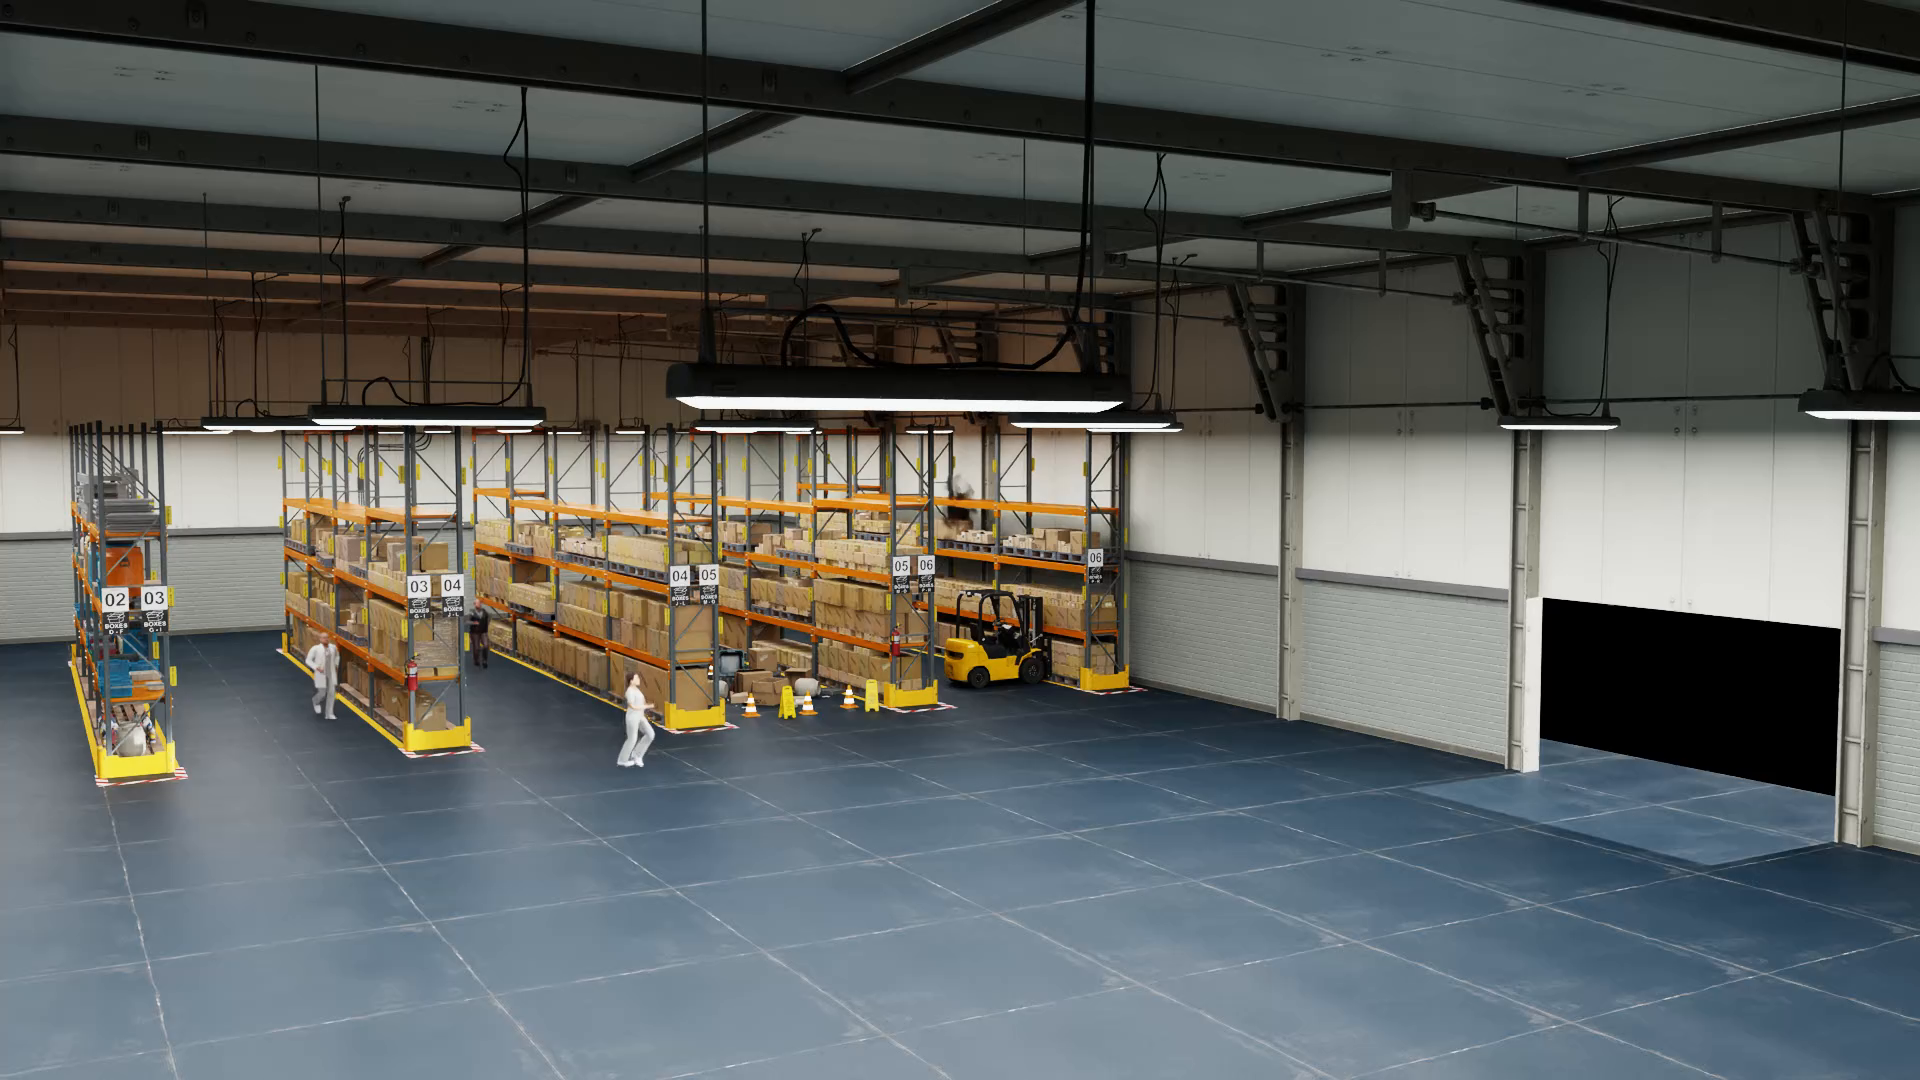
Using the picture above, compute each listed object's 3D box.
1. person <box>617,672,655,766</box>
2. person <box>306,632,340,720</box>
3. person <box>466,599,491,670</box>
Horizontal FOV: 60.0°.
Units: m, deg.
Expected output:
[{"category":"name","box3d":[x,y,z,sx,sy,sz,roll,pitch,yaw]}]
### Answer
[{"category":"person","box3d":[-5.605,3.108,28.767,0.674,1.660,0.536,1,4,12]},{"category":"person","box3d":[-12.891,2.746,33.761,0.720,1.751,0.921,-3,5,-41]},{"category":"person","box3d":[-11.870,2.339,41.062,0.635,1.770,0.756,-2,4,-26]}]
